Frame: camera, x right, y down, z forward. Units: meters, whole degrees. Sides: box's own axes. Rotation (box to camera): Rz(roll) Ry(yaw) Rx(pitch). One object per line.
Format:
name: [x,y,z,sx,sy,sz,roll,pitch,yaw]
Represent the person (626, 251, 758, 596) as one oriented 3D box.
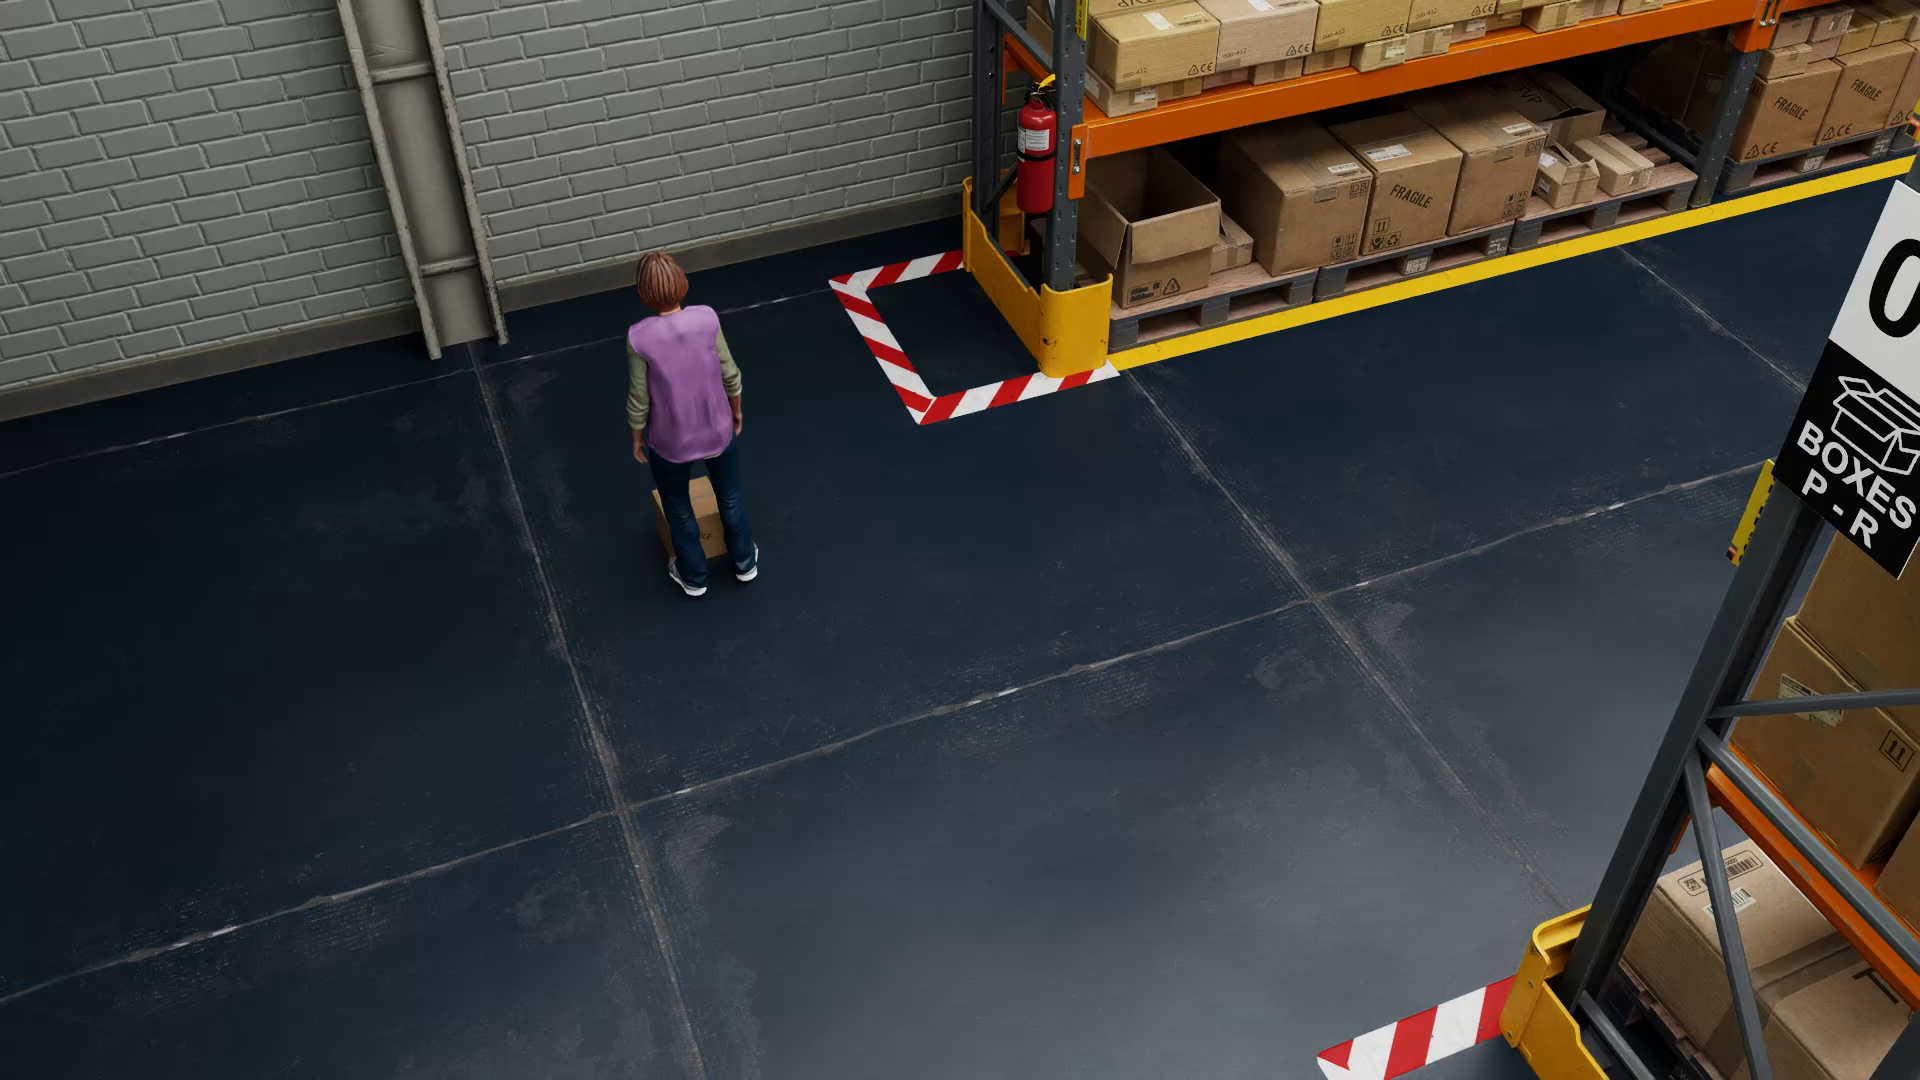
person: [-1.077,-0.428,6.638,0.477,1.592,0.347,-17,45,-18]
